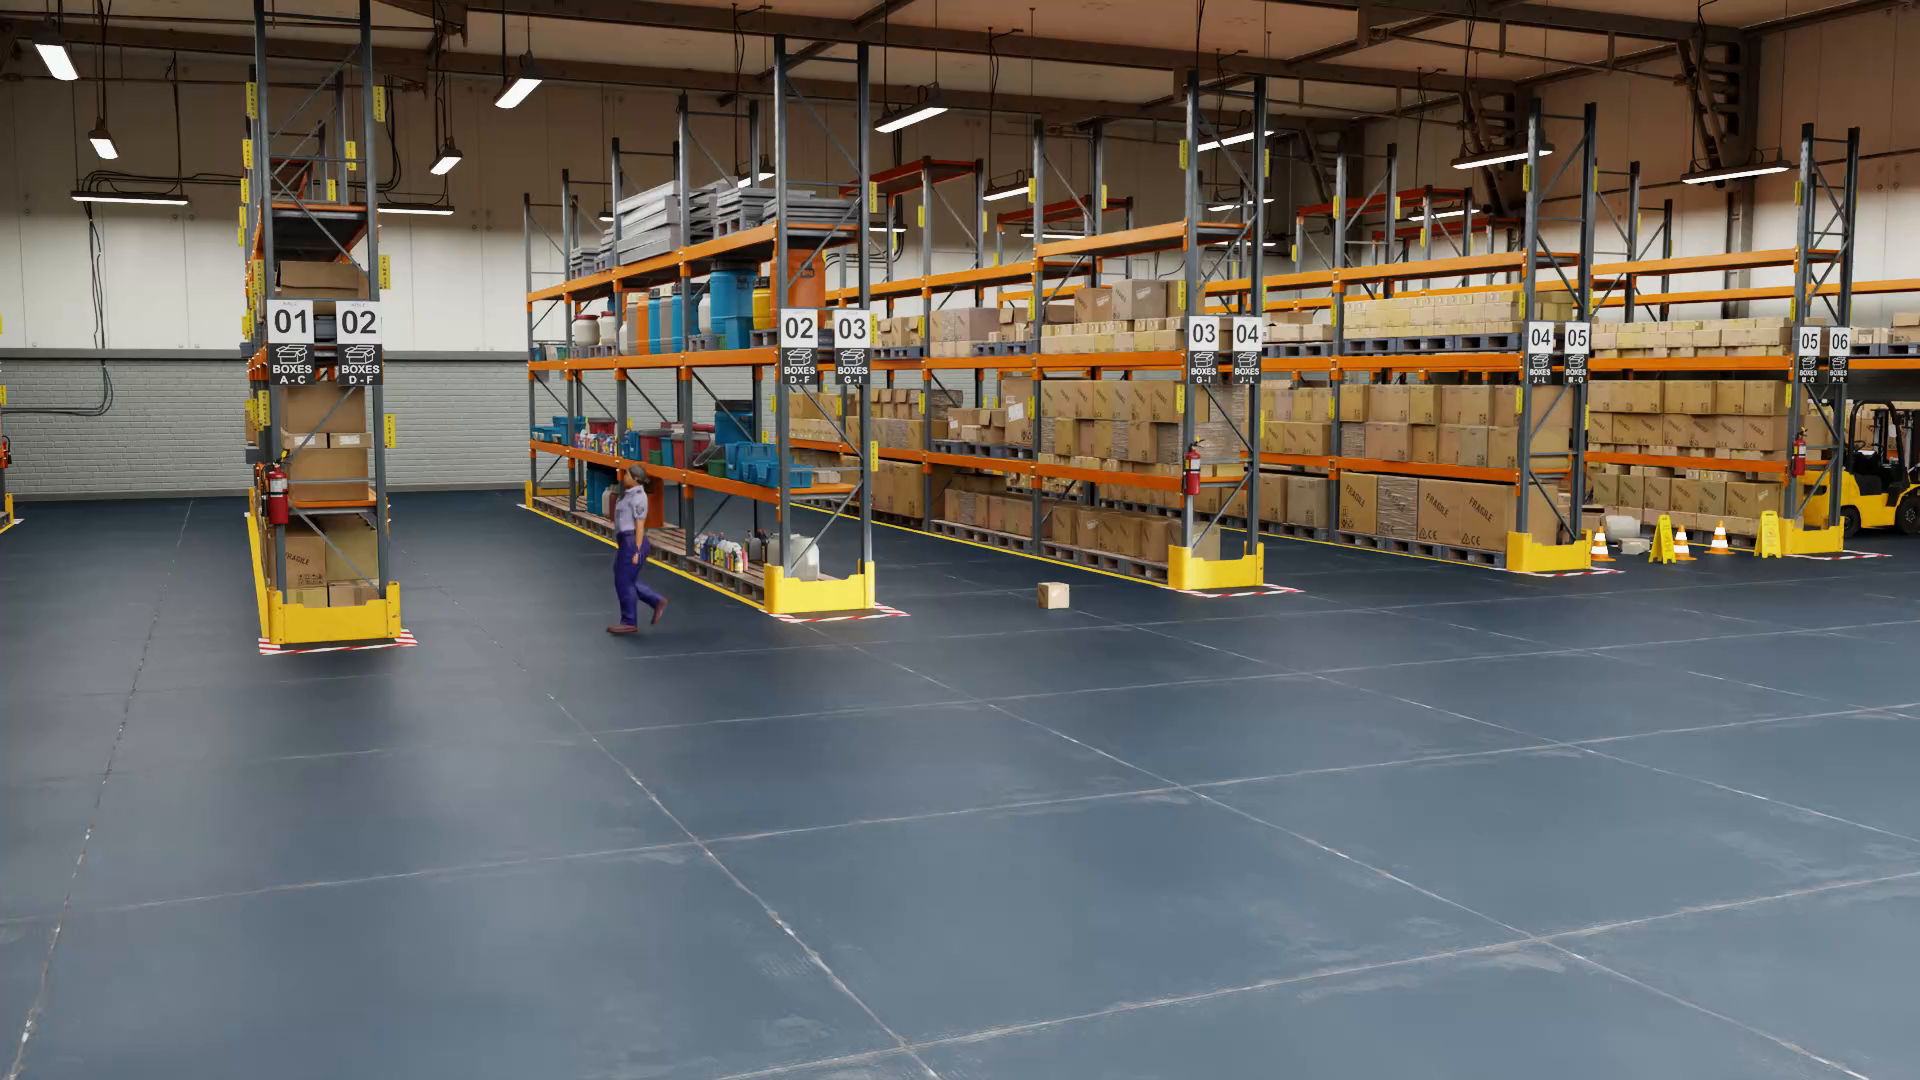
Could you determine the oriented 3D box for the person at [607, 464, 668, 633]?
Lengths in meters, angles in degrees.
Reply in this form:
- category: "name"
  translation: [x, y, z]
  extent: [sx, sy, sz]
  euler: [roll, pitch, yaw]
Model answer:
- category: "person"
  translation: [-3.138, 0.074, 16.145]
  extent: [0.614, 1.625, 0.476]
  euler: [-1, 6, -15]
